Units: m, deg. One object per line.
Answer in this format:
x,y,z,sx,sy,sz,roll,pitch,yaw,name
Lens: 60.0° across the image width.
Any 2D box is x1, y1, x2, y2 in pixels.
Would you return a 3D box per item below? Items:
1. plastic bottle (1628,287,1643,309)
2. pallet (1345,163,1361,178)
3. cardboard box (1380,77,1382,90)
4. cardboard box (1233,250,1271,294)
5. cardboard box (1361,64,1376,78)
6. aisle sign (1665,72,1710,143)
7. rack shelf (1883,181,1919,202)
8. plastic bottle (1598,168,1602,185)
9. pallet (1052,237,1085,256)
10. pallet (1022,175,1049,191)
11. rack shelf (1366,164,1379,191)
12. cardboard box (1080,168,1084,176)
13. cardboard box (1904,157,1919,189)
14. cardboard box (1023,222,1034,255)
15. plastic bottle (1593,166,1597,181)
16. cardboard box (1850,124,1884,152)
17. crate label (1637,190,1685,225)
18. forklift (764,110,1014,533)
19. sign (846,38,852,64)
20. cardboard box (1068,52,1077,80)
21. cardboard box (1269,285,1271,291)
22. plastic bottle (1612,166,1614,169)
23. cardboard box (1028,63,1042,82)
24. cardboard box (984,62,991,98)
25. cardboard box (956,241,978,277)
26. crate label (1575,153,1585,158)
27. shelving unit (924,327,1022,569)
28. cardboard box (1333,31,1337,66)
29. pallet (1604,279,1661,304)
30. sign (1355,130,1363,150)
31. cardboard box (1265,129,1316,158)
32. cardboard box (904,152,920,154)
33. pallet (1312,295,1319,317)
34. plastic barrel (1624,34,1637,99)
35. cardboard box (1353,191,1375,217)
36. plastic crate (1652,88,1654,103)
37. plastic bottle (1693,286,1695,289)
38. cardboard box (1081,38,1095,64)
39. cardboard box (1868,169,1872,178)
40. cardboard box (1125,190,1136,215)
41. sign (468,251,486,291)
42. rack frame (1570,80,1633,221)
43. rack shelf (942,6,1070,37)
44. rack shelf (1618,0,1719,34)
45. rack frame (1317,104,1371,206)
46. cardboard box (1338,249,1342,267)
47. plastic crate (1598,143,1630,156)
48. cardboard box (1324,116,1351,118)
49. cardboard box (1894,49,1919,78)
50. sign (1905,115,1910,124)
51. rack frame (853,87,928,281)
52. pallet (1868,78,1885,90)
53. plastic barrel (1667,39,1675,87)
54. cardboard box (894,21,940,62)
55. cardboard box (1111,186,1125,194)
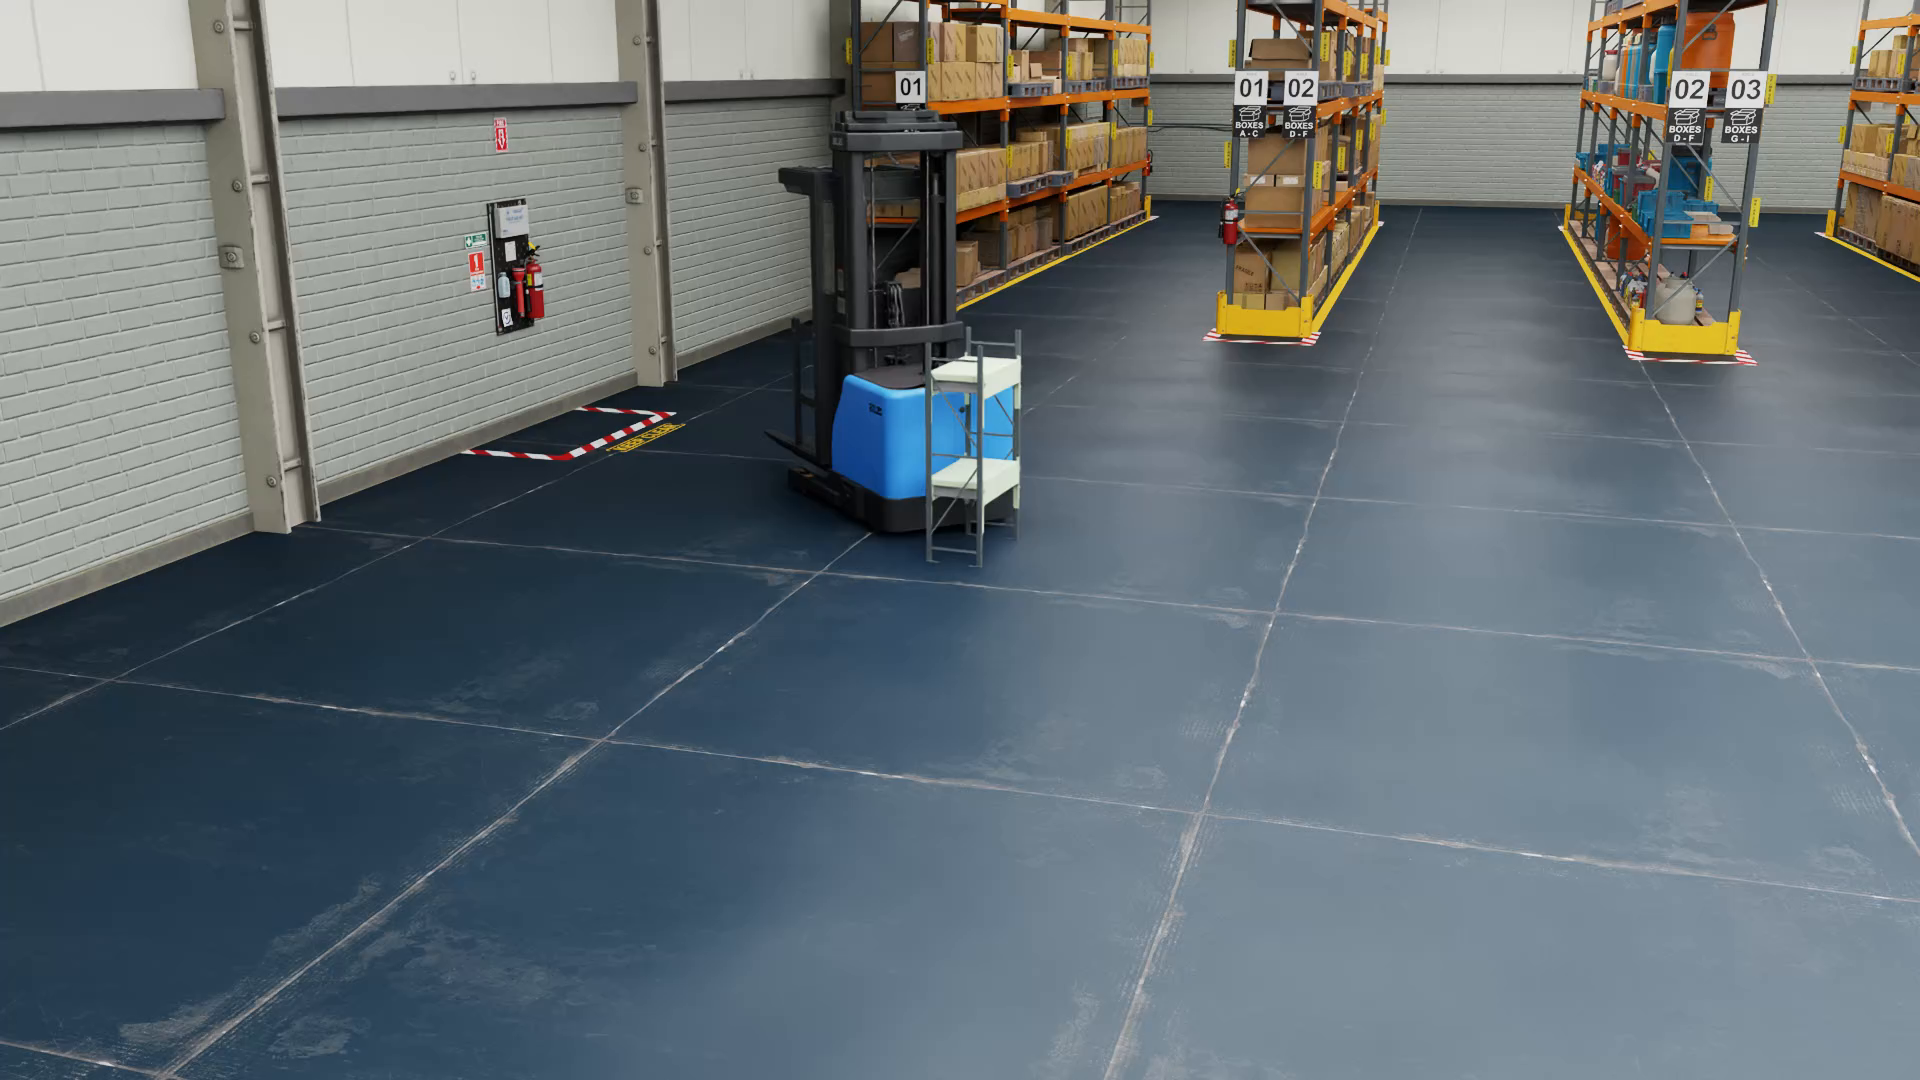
8.794,-3.153,21.634,0.152,0.276,0.135,5,17,16,plastic bottle
6.924,-6.905,31.028,1.003,0.211,1.213,5,16,16,pallet
8.347,-9.331,34.006,0.500,0.250,0.500,5,16,16,cardboard box
3.713,-3.462,21.432,0.500,0.500,0.500,5,16,16,cardboard box
7.633,-8.917,31.633,0.500,0.250,0.500,5,16,16,cardboard box
8.289,-4.928,18.943,0.394,0.787,0.004,5,16,16,aisle sign
16.185,-5.559,27.251,1.077,0.370,4.000,5,16,16,rack shelf
10.989,-6.231,28.516,0.061,0.283,0.133,5,16,16,plastic bottle
1.665,-5.393,30.458,1.003,0.211,1.213,5,16,16,pallet
0.846,-5.921,27.560,1.003,0.211,1.213,5,16,16,pallet
7.824,-7.375,33.652,1.077,0.370,4.000,5,16,16,rack shelf
2.110,-6.894,31.060,0.380,0.149,0.250,5,17,16,cardboard box
16.098,-6.113,27.703,0.500,0.500,0.500,4,16,15,cardboard box
0.842,-5.093,28.064,0.700,0.500,0.500,5,16,16,cardboard box
11.344,-6.535,29.609,0.097,0.271,0.097,0,16,0,plastic bottle
17.352,-7.671,31.735,0.500,0.500,0.500,4,16,15,cardboard box
8.858,-4.193,21.050,0.502,0.435,0.616,5,16,16,crate label
-0.715,-1.818,12.866,1.130,2.935,3.031,-8,18,-26,forklift
-1.431,-6.359,21.632,0.100,0.325,0.005,5,16,16,sign
1.722,-8.655,30.361,0.700,0.500,0.500,6,17,19,cardboard box
3.846,-3.233,21.999,0.500,0.250,0.500,5,16,16,cardboard box
11.390,-6.408,29.150,0.152,0.276,0.135,5,16,16,plastic bottle
0.912,-7.705,27.774,0.797,0.503,0.637,7,17,24,cardboard box
0.170,-6.706,24.259,0.500,0.500,0.500,3,16,11,cardboard box
-0.024,-4.223,24.994,0.500,0.500,0.500,3,16,12,cardboard box
12.755,-7.769,33.918,0.416,0.233,0.303,5,16,16,crate label
0.095,-0.644,11.353,0.431,1.500,0.755,6,17,21,shelving unit
5.335,-7.348,24.872,0.500,0.500,0.500,6,17,21,cardboard box
9.917,-3.587,24.088,1.003,0.211,1.213,5,16,16,pallet
6.653,-6.666,27.713,0.100,0.325,0.005,5,16,16,sign
4.293,-5.136,21.878,0.700,0.500,0.500,5,16,16,cardboard box
-0.536,-5.278,23.804,0.500,0.500,0.500,5,17,17,cardboard box
4.372,-3.238,22.860,1.003,0.211,1.213,5,16,16,pallet
10.039,-6.896,24.230,0.600,0.901,0.708,5,16,16,plastic barrel
8.475,-7.092,35.111,0.500,0.500,0.500,5,16,16,cardboard box
9.021,-5.669,21.211,0.336,0.188,0.450,5,16,16,plastic crate
9.591,-3.191,21.778,0.097,0.271,0.097,0,16,0,plastic bottle
2.480,-9.764,33.206,0.500,0.500,0.500,4,16,15,cardboard box
16.818,-6.682,30.352,0.380,0.149,0.250,5,17,17,cardboard box
3.397,-7.305,35.899,0.700,0.500,0.500,5,16,16,cardboard box
-4.235,-2.359,14.584,0.001,0.329,0.234,5,16,16,sign
13.141,-7.859,34.041,1.000,3.000,0.127,5,16,16,rack frame
0.801,-8.359,26.860,1.077,0.370,4.000,5,16,16,rack shelf
10.299,-7.591,24.152,1.077,0.370,4.000,5,16,16,rack shelf
7.256,-7.198,31.709,1.000,3.000,0.127,5,16,16,rack frame
5.771,-4.473,26.371,0.500,0.250,0.500,5,17,17,cardboard box
13.225,-7.803,33.668,0.616,0.435,0.499,5,16,16,plastic crate
7.582,-8.277,33.498,0.500,0.500,0.500,4,16,15,cardboard box
16.918,-8.379,29.242,0.700,0.500,0.500,4,16,13,cardboard box
18.406,-8.101,32.336,0.100,0.325,0.005,5,16,16,sign
-0.905,-4.442,21.992,1.000,3.000,0.127,5,16,16,rack frame
17.344,-8.361,30.474,1.003,0.211,1.213,5,16,16,pallet
8.796,-5.717,19.877,0.600,0.588,0.600,0,16,0,plastic barrel
-0.562,-6.505,21.719,0.500,0.500,0.500,3,16,12,cardboard box
3.237,-7.292,34.665,0.380,0.149,0.250,4,16,14,cardboard box
